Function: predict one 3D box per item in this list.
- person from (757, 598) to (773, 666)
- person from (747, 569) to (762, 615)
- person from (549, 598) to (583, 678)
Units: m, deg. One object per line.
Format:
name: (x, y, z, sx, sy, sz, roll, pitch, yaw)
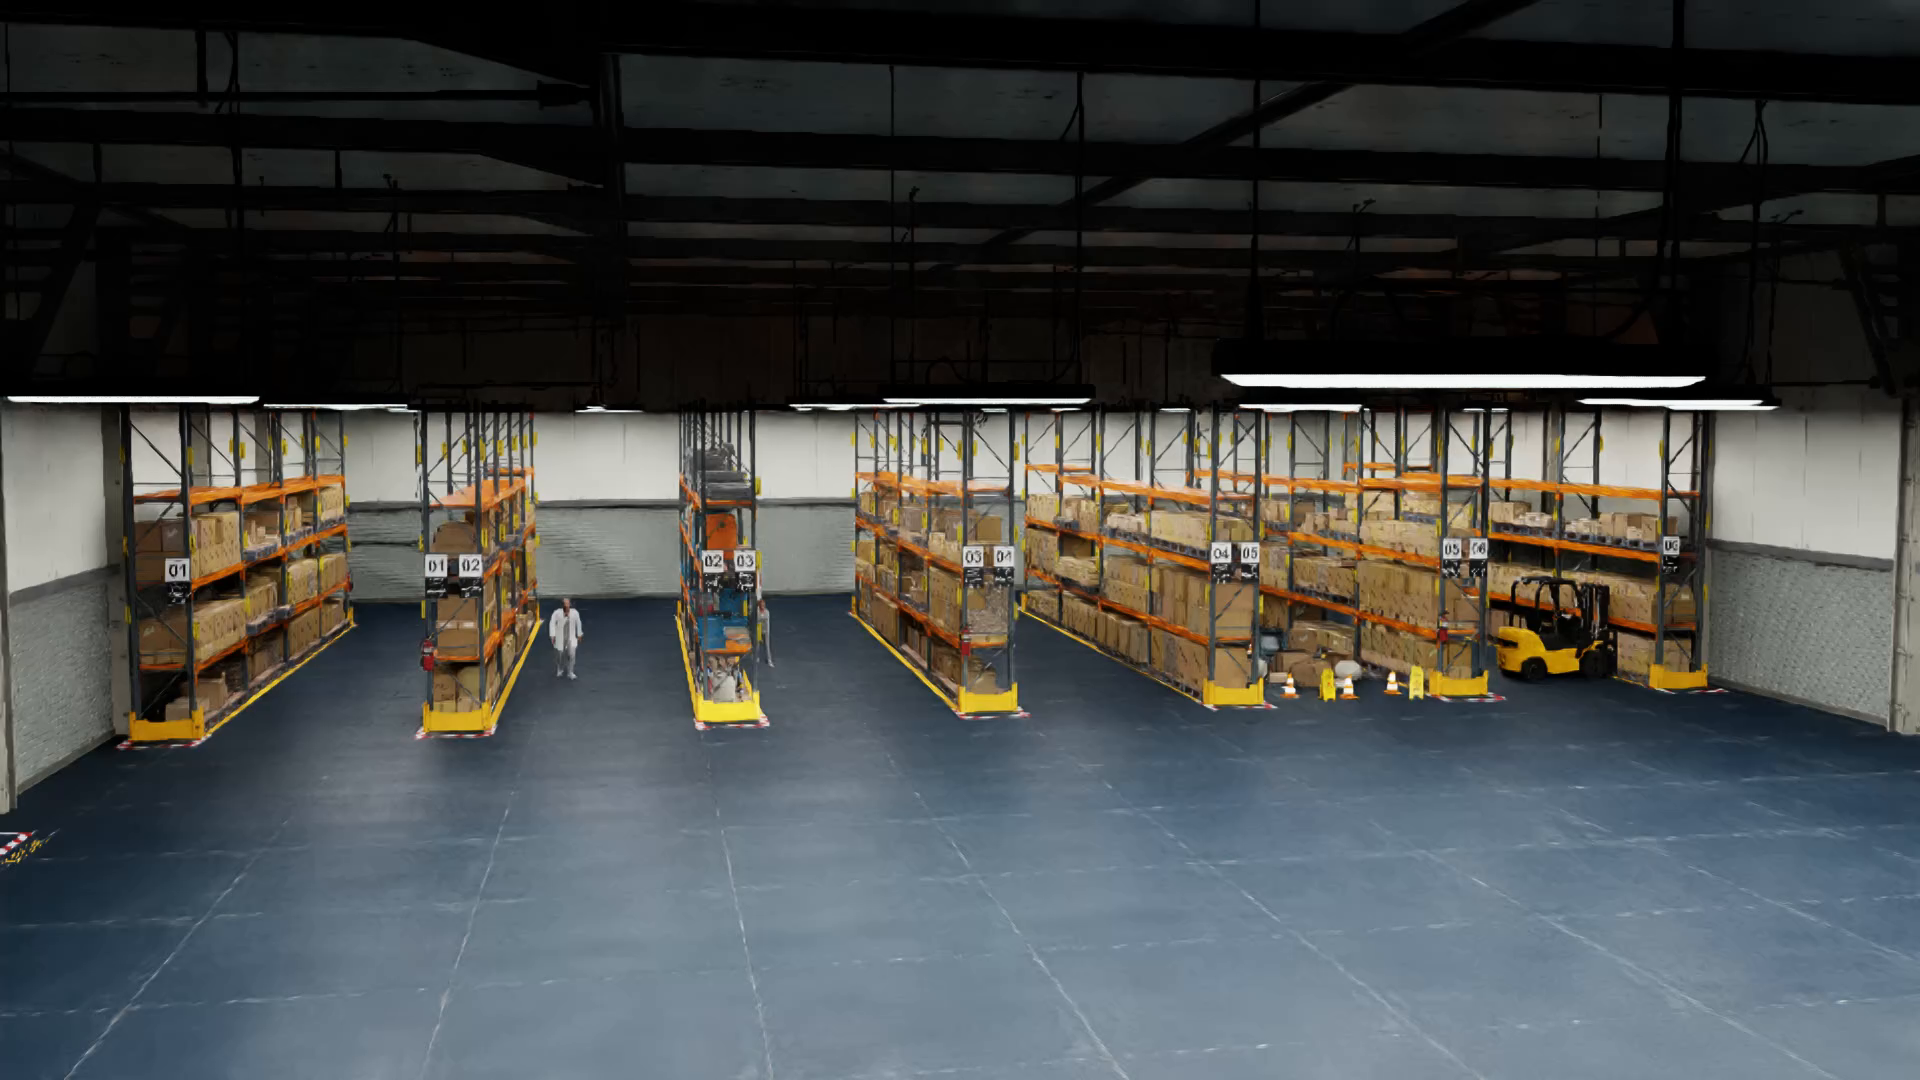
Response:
person: (-4.532, 2.084, 37.900, 0.412, 1.533, 0.955, -1, 5, -19)
person: (-5.842, 1.325, 46.790, 0.553, 1.709, 1.123, -1, 4, -9)
person: (-8.605, 2.116, 36.298, 0.731, 1.746, 0.770, -2, 5, -19)
